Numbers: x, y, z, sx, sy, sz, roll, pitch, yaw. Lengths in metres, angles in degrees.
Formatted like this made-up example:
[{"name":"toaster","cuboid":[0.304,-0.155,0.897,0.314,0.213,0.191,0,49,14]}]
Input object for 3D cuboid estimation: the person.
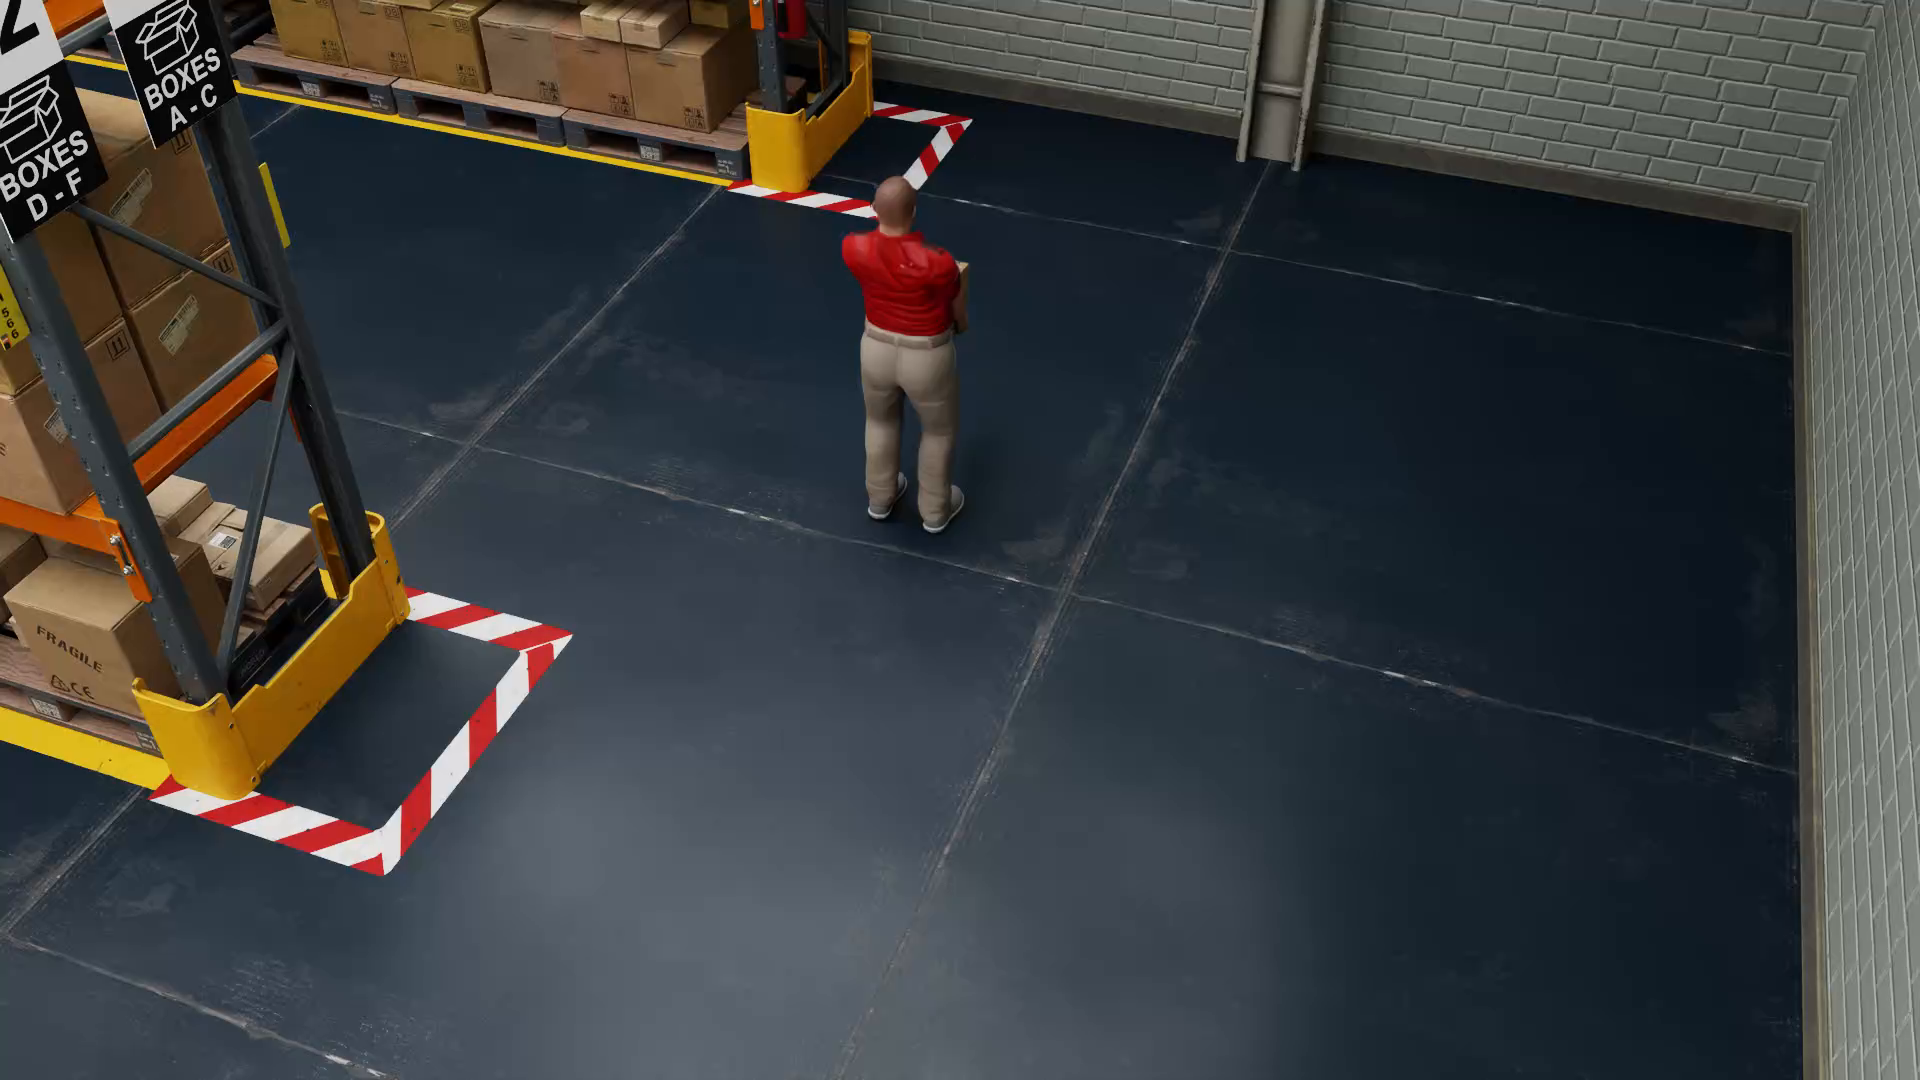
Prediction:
[{"name":"person","cuboid":[-0.201,-0.836,7.134,0.490,1.722,0.540,14,43,15]}]
